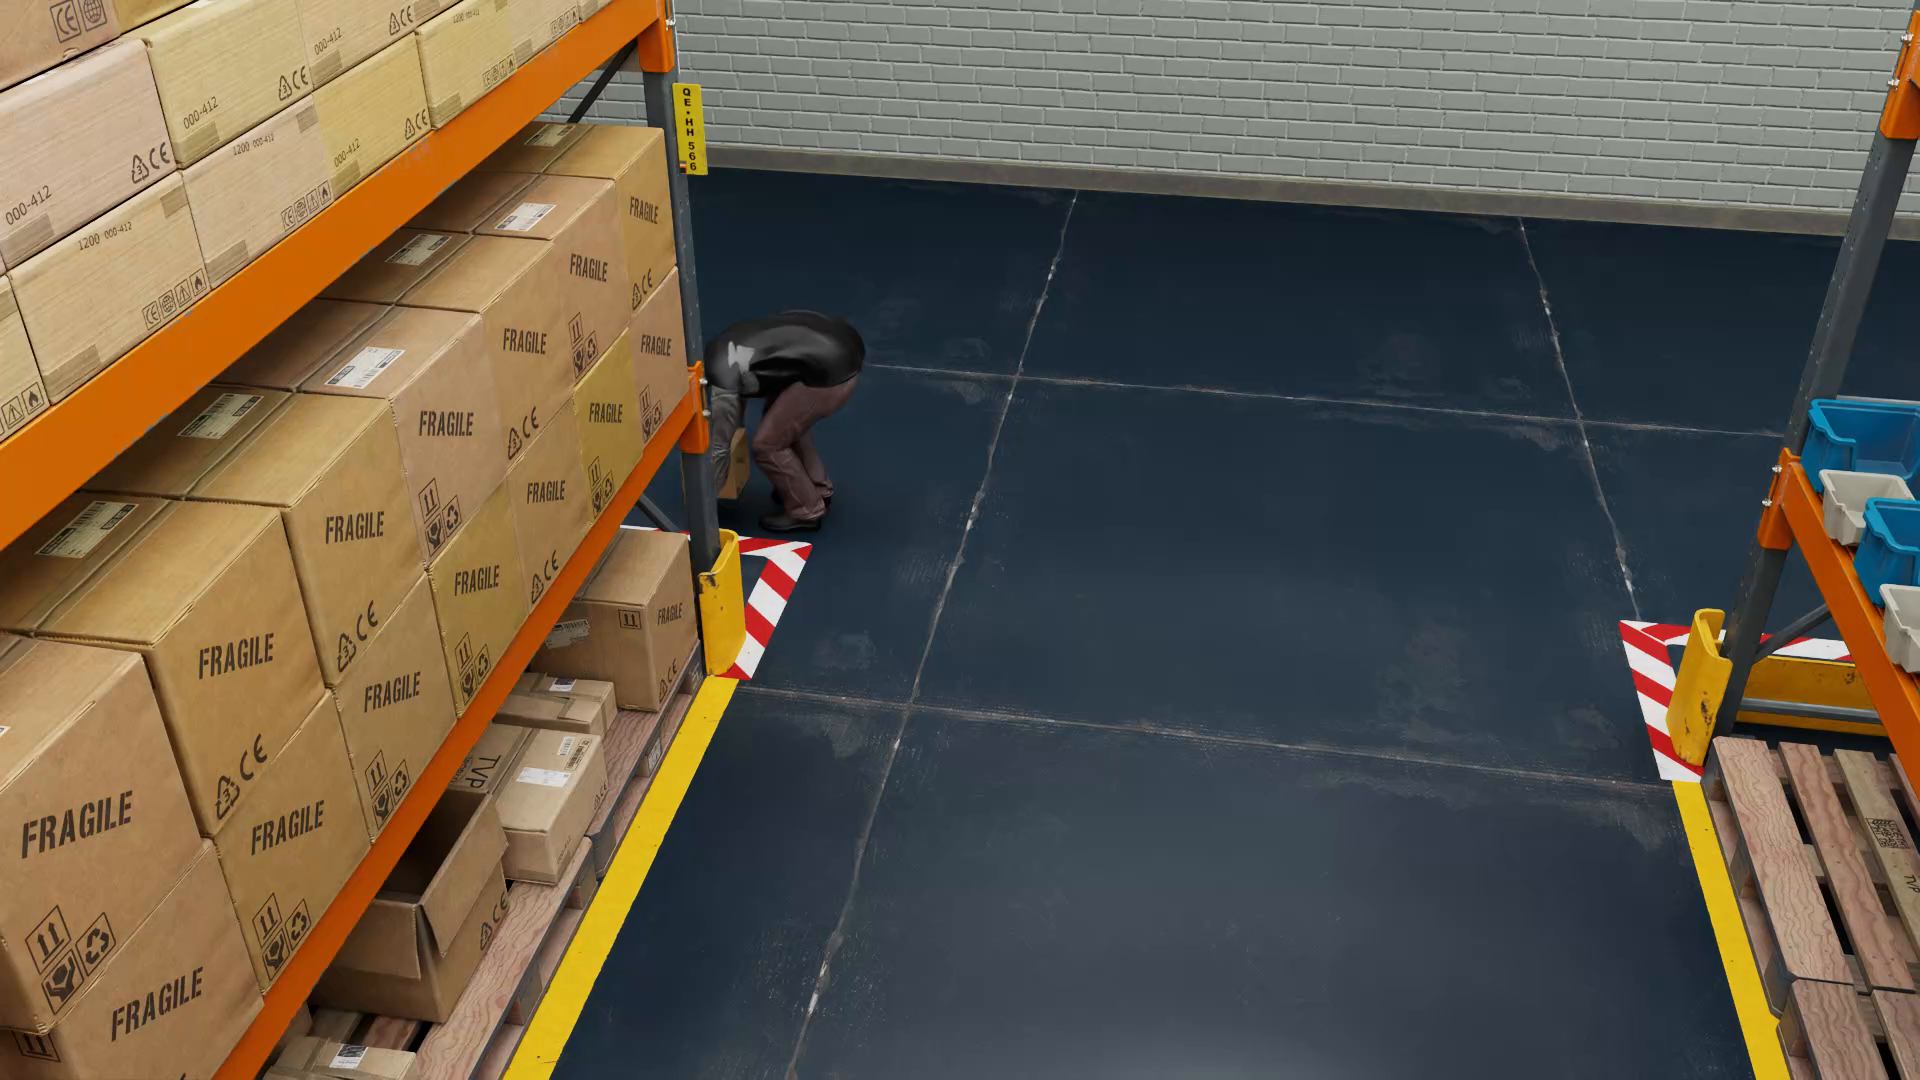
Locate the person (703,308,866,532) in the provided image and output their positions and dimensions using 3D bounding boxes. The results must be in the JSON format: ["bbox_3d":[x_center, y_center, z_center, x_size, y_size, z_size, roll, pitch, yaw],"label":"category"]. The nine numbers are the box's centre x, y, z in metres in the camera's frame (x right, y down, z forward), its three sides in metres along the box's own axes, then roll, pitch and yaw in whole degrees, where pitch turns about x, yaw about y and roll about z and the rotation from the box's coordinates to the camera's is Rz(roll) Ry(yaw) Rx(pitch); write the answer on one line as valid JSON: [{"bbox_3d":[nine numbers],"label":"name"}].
[{"bbox_3d":[-0.910,-0.570,7.704,0.952,1.041,0.476,3,32,4],"label":"person"}]
